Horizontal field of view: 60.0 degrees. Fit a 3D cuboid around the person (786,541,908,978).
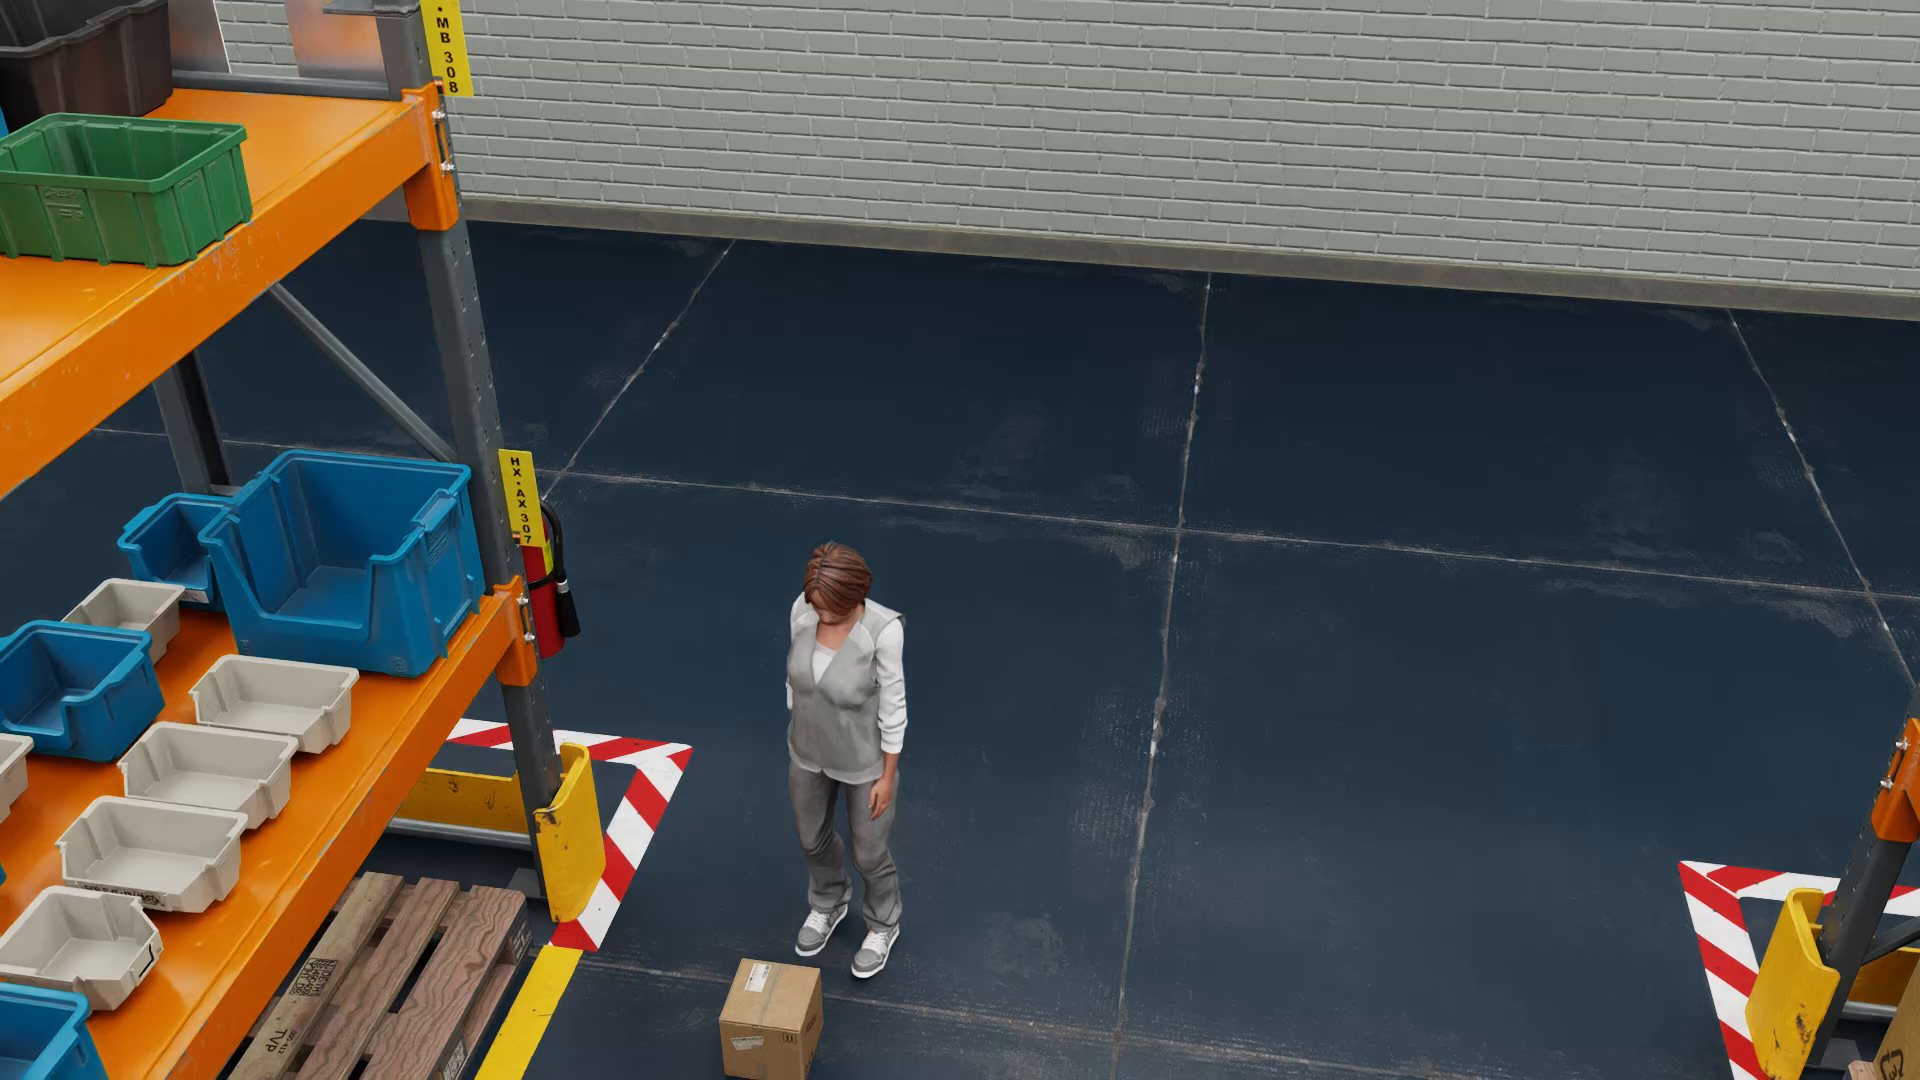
[{"bbox_3d":[-0.339,0.676,5.115,0.409,1.595,0.307,15,36,22],"label":"person"}]
